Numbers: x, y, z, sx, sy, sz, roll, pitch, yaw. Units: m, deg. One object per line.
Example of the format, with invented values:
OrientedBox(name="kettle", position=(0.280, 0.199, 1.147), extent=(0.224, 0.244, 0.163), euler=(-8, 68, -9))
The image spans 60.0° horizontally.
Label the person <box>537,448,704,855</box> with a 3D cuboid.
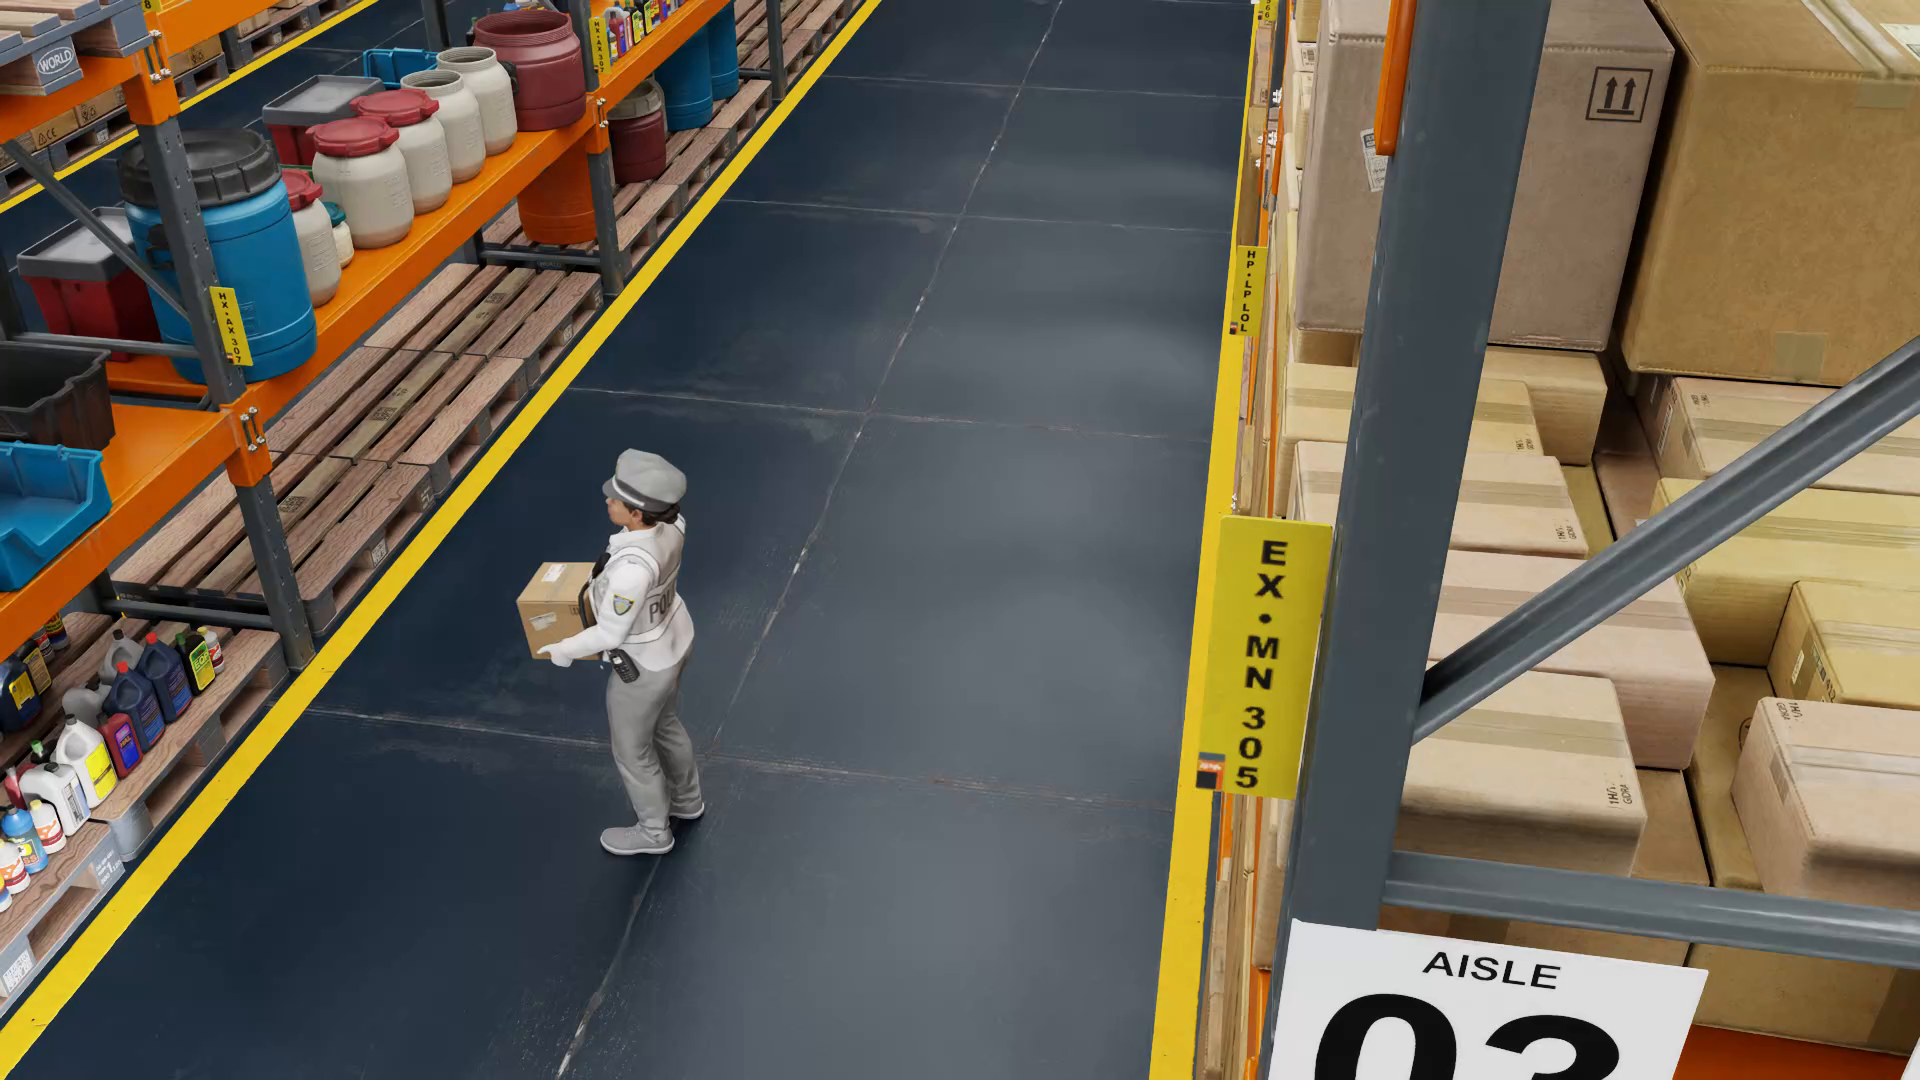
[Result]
OrientedBox(name="person", position=(-1.190, 0.413, 5.966), extent=(0.562, 1.687, 0.461), euler=(5, 33, 8))
